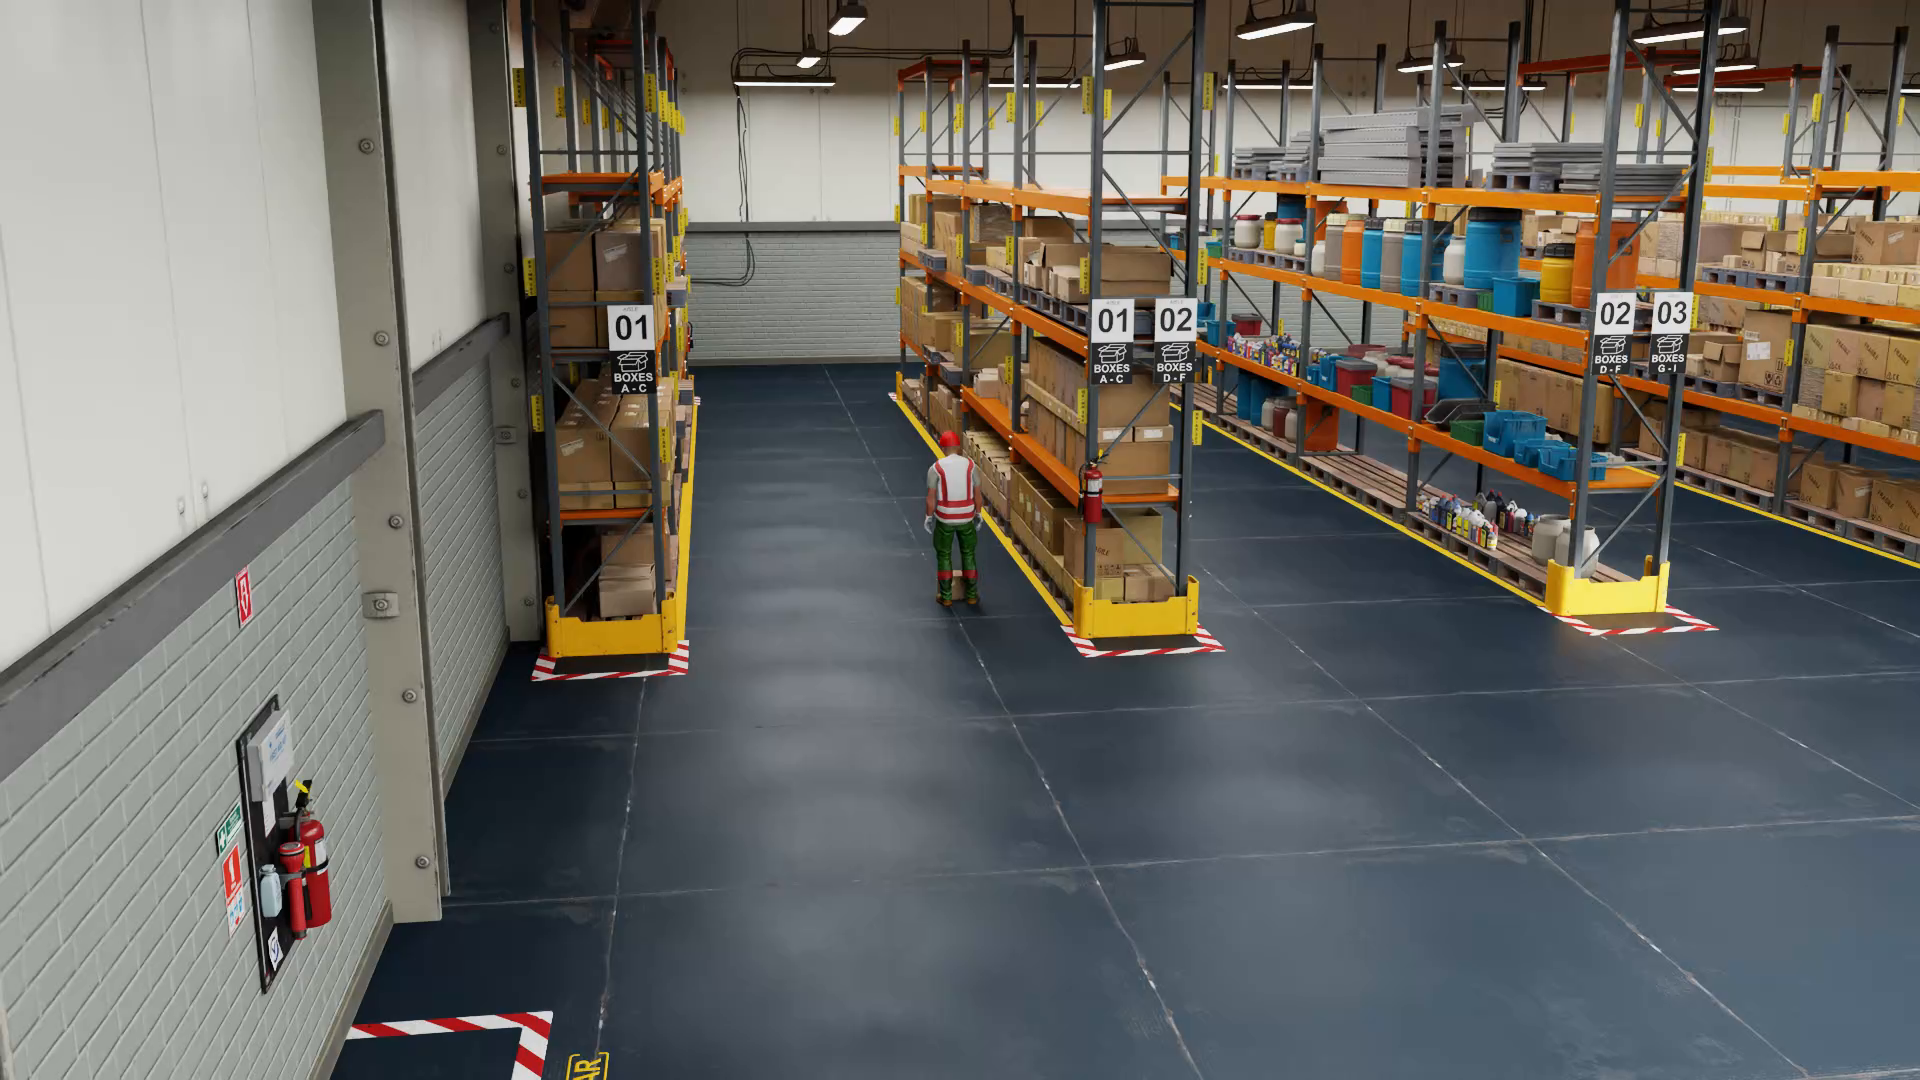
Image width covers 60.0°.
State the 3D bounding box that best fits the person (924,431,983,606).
[{"bbox_3d":[-0.065,-0.223,16.916,0.616,1.778,0.453,-3,13,-12],"label":"person"}]
